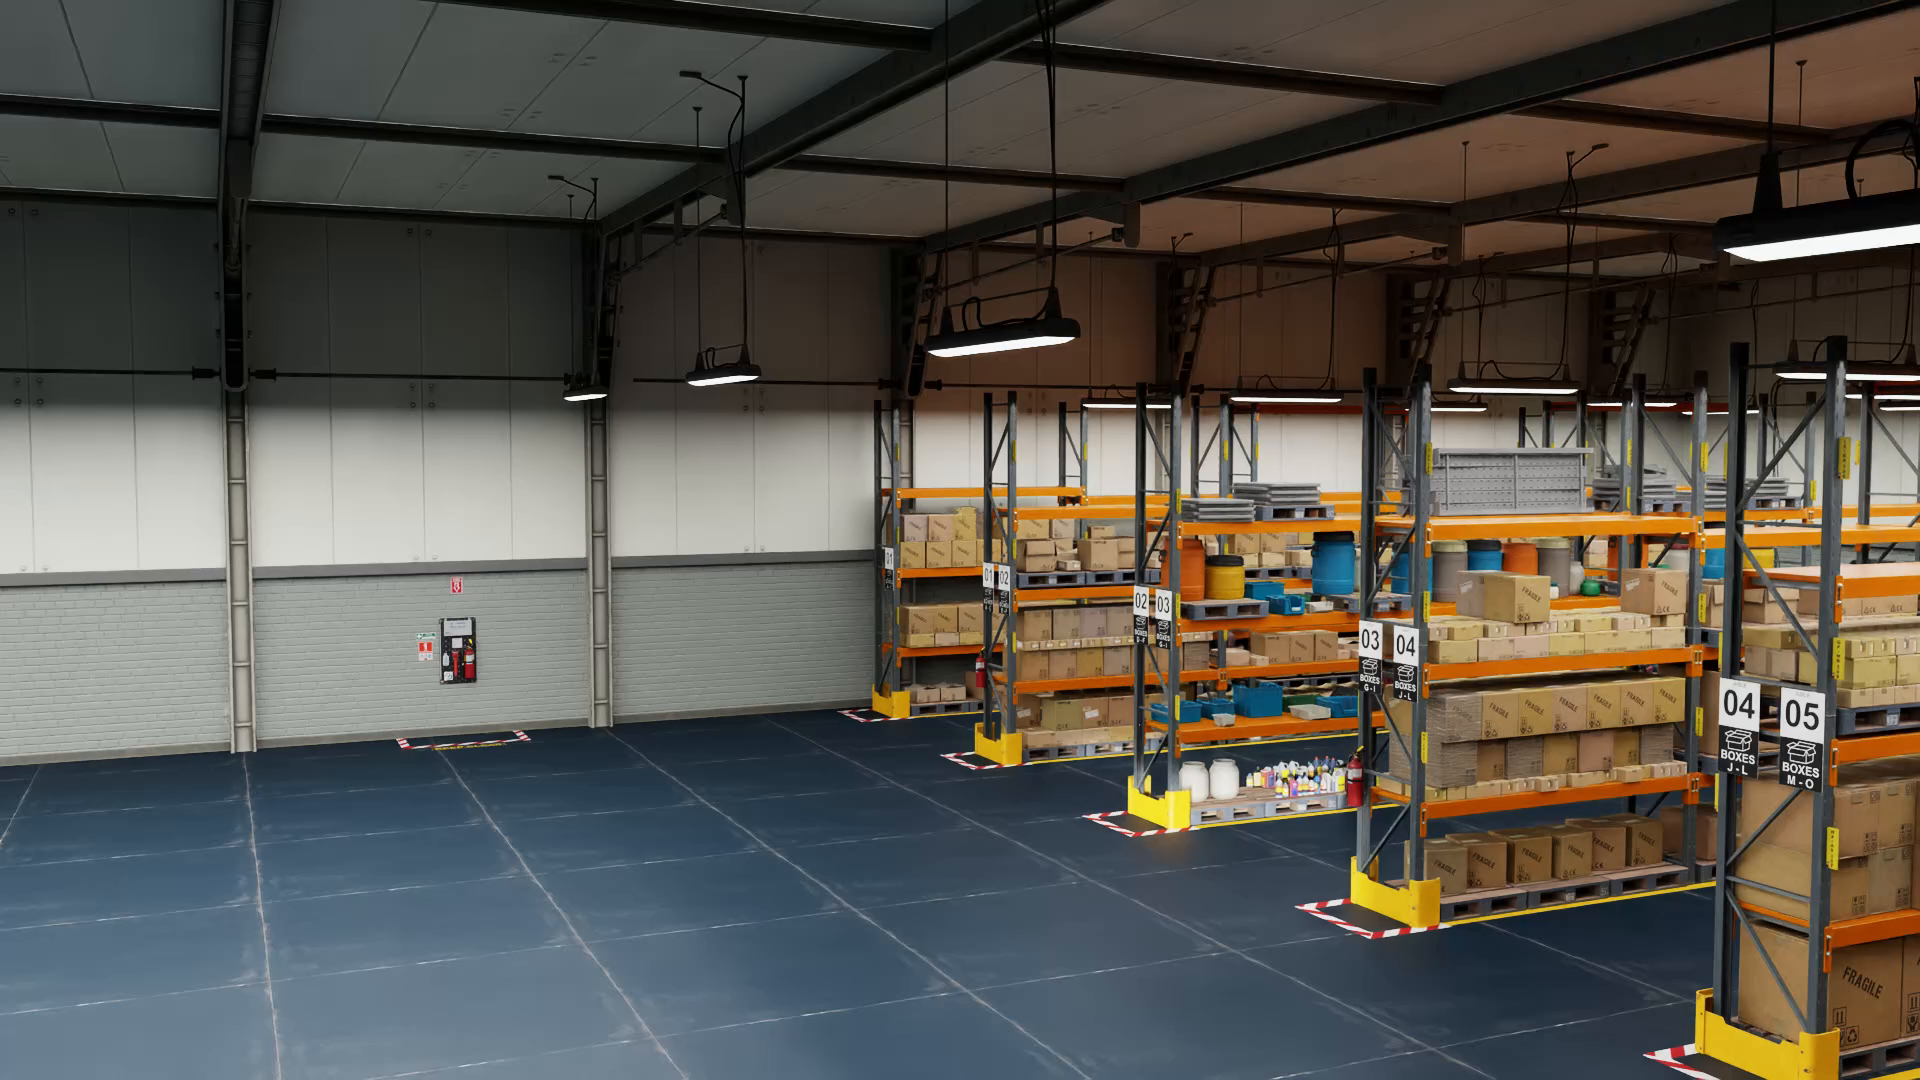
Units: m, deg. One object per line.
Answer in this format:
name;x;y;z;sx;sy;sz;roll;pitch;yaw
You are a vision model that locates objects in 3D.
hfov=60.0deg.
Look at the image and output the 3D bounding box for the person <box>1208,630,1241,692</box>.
person;5.116;2.395;32.328;1.100;1.727;0.603;-2;4;-33
